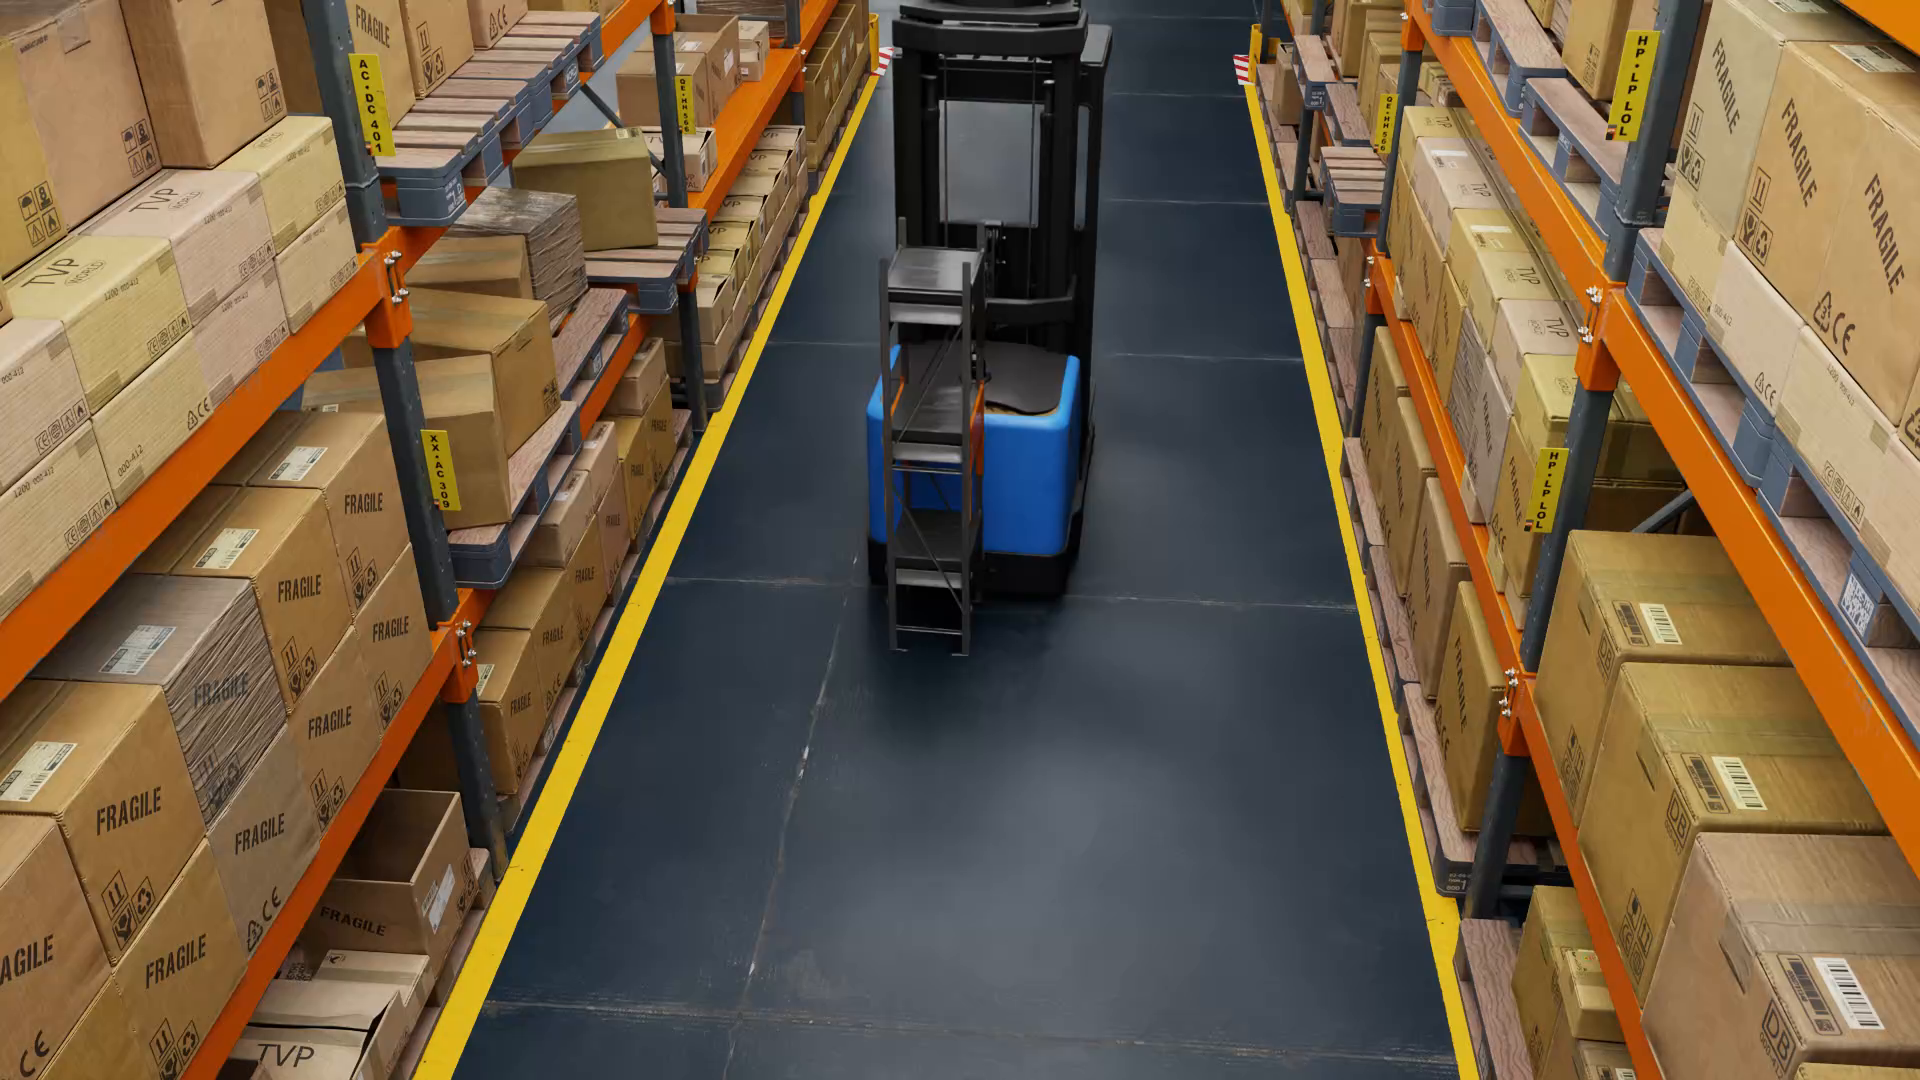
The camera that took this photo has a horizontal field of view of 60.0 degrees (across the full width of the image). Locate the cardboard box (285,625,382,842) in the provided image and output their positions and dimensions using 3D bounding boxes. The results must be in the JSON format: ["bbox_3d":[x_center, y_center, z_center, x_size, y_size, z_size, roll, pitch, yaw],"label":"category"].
[{"bbox_3d":[-2.233,0.601,5.321,0.500,0.500,0.500,3,32,5],"label":"cardboard box"}]

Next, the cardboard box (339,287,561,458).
[{"bbox_3d":[-2.153,-0.721,7.065,0.700,0.500,0.500,7,32,12],"label":"cardboard box"}]

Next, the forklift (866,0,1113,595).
[{"bbox_3d":[0.230,-1.718,9.244,1.130,2.935,3.031,4,32,7],"label":"forklift"}]

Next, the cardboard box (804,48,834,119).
[{"bbox_3d":[-1.374,-3.900,14.226,0.500,0.500,0.500,2,32,4],"label":"cardboard box"}]

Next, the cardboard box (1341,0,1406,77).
[{"bbox_3d":[3.053,-3.546,11.630,0.700,0.500,0.500,6,32,9],"label":"cardboard box"}]

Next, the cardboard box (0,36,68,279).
[{"bbox_3d":[-2.626,-0.871,3.897,0.700,0.500,0.500,2,32,4],"label":"cardboard box"}]

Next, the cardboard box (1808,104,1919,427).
[{"bbox_3d":[2.122,-0.555,3.364,0.500,0.500,0.500,3,32,4],"label":"cardboard box"}]

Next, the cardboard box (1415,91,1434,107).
[{"bbox_3d":[2.884,-2.257,9.538,0.700,0.500,0.500,-1,32,-2],"label":"cardboard box"}]

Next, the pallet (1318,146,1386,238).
[{"bbox_3d":[2.808,-2.076,9.943,1.213,0.211,1.003,2,32,4],"label":"pallet"}]

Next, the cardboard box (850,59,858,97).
[{"bbox_3d":[-1.247,-4.365,15.695,0.500,0.250,0.500,2,32,4],"label":"cardboard box"}]

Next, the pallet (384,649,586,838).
[{"bbox_3d":[-2.379,0.861,7.651,1.003,0.211,1.213,2,32,4],"label":"pallet"}]

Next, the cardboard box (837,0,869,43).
[{"bbox_3d":[-1.178,-5.208,16.348,0.500,0.500,0.500,2,32,4],"label":"cardboard box"}]

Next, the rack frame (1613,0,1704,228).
[{"bbox_3d":[2.530,-2.243,4.313,1.000,3.000,0.127,2,32,4],"label":"rack frame"}]

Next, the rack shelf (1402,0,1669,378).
[{"bbox_3d":[2.693,-1.706,6.985,1.077,0.370,4.000,2,32,4],"label":"rack shelf"}]

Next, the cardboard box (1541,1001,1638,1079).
[{"bbox_3d":[2.323,1.845,5.379,0.700,0.500,0.500,2,32,3],"label":"cardboard box"}]

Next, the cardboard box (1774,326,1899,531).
[{"bbox_3d":[2.121,-0.239,3.567,0.500,0.250,0.500,2,32,3],"label":"cardboard box"}]

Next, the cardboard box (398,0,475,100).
[{"bbox_3d":[-2.261,-2.050,6.268,0.600,0.600,0.600,2,32,3],"label":"cardboard box"}]

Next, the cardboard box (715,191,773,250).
[{"bbox_3d":[-1.627,-2.309,11.824,0.500,0.311,0.500,2,32,3],"label":"cardboard box"}]

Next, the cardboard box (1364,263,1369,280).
[{"bbox_3d":[3.020,-1.547,10.865,0.700,0.500,0.500,2,32,4],"label":"cardboard box"}]

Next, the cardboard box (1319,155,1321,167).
[{"bbox_3d":[3.195,-3.135,13.759,0.380,0.166,0.250,-2,32,-2],"label":"cardboard box"}]

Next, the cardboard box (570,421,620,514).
[{"bbox_3d":[-2.004,-0.369,8.238,0.500,0.250,0.500,2,32,3],"label":"cardboard box"}]

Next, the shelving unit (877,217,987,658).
[{"bbox_3d":[-0.119,-0.450,7.979,0.431,2.100,0.503,4,32,7],"label":"shelving unit"}]

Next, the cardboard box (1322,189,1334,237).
[{"bbox_3d":[3.138,-2.610,12.589,0.700,0.500,0.500,3,32,6],"label":"cardboard box"}]

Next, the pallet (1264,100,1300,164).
[{"bbox_3d":[3.298,-3.678,15.017,1.003,0.211,1.213,2,32,4],"label":"pallet"}]

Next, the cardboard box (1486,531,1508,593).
[{"bbox_3d":[2.272,0.087,6.470,0.380,0.149,0.250,3,32,5],"label":"cardboard box"}]

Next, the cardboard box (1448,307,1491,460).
[{"bbox_3d":[2.397,-0.649,7.046,0.500,0.500,0.500,3,32,4],"label":"cardboard box"}]

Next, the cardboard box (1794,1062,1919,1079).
[{"bbox_3d":[2.284,1.627,3.466,0.980,0.700,0.700,2,32,4],"label":"cardboard box"}]

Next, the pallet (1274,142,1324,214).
[{"bbox_3d":[3.201,-3.038,13.979,1.003,0.211,1.213,2,32,4],"label":"pallet"}]

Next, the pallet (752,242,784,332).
[{"bbox_3d":[-1.874,-1.868,12.081,1.003,0.211,1.213,2,32,4],"label":"pallet"}]

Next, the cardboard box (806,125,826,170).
[{"bbox_3d":[-1.416,-3.320,13.998,0.500,0.250,0.500,2,32,4],"label":"cardboard box"}]

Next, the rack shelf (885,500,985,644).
[{"bbox_3d":[-0.119,0.158,8.353,0.431,0.518,0.480,4,32,7],"label":"rack shelf"}]

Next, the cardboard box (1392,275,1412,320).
[{"bbox_3d":[2.463,-1.253,8.645,0.380,0.149,0.250,3,32,5],"label":"cardboard box"}]

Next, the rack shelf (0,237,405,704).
[{"bbox_3d":[-2.570,0.176,3.932,1.077,0.370,4.000,2,32,4],"label":"rack shelf"}]

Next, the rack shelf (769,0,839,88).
[{"bbox_3d":[-1.593,-4.822,14.901,1.077,0.370,4.000,2,32,4],"label":"rack shelf"}]

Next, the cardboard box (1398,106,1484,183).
[{"bbox_3d":[2.559,-2.036,8.583,0.500,0.250,0.500,3,32,5],"label":"cardboard box"}]

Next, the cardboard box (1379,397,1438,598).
[{"bbox_3d":[2.587,-0.208,8.377,0.750,0.750,0.750,2,32,4],"label":"cardboard box"}]

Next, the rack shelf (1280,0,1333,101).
[{"bbox_3d":[3.344,-4.612,14.560,1.077,0.370,4.000,2,32,4],"label":"rack shelf"}]

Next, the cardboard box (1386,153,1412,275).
[{"bbox_3d":[2.561,-1.716,8.777,0.500,0.500,0.500,3,32,5],"label":"cardboard box"}]

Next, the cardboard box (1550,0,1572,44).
[{"bbox_3d":[2.797,-2.205,6.594,0.700,0.500,0.500,2,32,4],"label":"cardboard box"}]

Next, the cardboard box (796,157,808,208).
[{"bbox_3d":[-1.501,-2.861,13.254,0.500,0.250,0.500,2,32,4],"label":"cardboard box"}]

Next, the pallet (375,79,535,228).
[{"bbox_3d":[-2.284,-1.434,6.038,1.213,0.211,1.003,2,32,4],"label":"pallet"}]

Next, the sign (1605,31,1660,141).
[{"bbox_3d":[1.988,-1.338,4.911,0.100,0.325,0.005,2,32,4],"label":"sign"}]

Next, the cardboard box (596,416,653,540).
[{"bbox_3d":[-1.967,-0.344,8.912,0.500,0.500,0.500,1,32,2],"label":"cardboard box"}]

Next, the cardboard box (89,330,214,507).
[{"bbox_3d":[-2.265,-0.324,4.200,0.500,0.250,0.500,2,32,4],"label":"cardboard box"}]

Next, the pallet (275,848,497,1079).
[{"bbox_3d":[-2.464,1.647,6.376,1.003,0.211,1.213,2,32,4],"label":"pallet"}]

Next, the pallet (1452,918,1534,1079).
[{"bbox_3d":[2.390,1.892,5.978,1.003,0.211,1.213,2,32,4],"label":"pallet"}]

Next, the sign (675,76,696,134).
[{"bbox_3d":[-1.540,-2.431,9.308,0.100,0.325,0.005,2,32,4],"label":"sign"}]

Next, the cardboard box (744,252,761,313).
[{"bbox_3d":[-1.670,-1.795,11.524,0.500,0.250,0.500,2,32,3],"label":"cardboard box"}]

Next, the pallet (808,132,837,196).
[{"bbox_3d":[-1.650,-3.309,14.418,1.003,0.211,1.213,2,32,4],"label":"pallet"}]

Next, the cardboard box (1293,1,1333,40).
[{"bbox_3d":[2.918,-4.078,13.132,0.500,0.250,0.500,3,32,4],"label":"cardboard box"}]

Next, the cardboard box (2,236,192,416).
[{"bbox_3d":[-2.264,-0.536,4.069,0.500,0.250,0.500,2,32,4],"label":"cardboard box"}]

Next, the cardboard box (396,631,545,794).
[{"bbox_3d":[-2.125,0.735,7.161,0.500,0.500,0.500,1,32,2],"label":"cardboard box"}]

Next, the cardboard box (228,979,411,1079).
[{"bbox_3d":[-2.232,1.761,5.677,0.500,0.311,0.500,2,32,4],"label":"cardboard box"}]

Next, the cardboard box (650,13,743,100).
[{"bbox_3d":[-1.878,-3.448,11.891,0.500,0.500,0.500,5,32,8],"label":"cardboard box"}]

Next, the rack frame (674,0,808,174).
[{"bbox_3d":[-1.756,-4.082,13.015,1.000,3.000,0.127,2,32,4],"label":"rack frame"}]

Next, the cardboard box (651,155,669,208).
[{"bbox_3d":[-2.009,-2.141,9.950,0.500,0.311,0.500,4,32,7],"label":"cardboard box"}]

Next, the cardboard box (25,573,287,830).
[{"bbox_3d":[-2.271,0.440,4.629,0.500,0.500,0.500,3,32,4],"label":"cardboard box"}]
